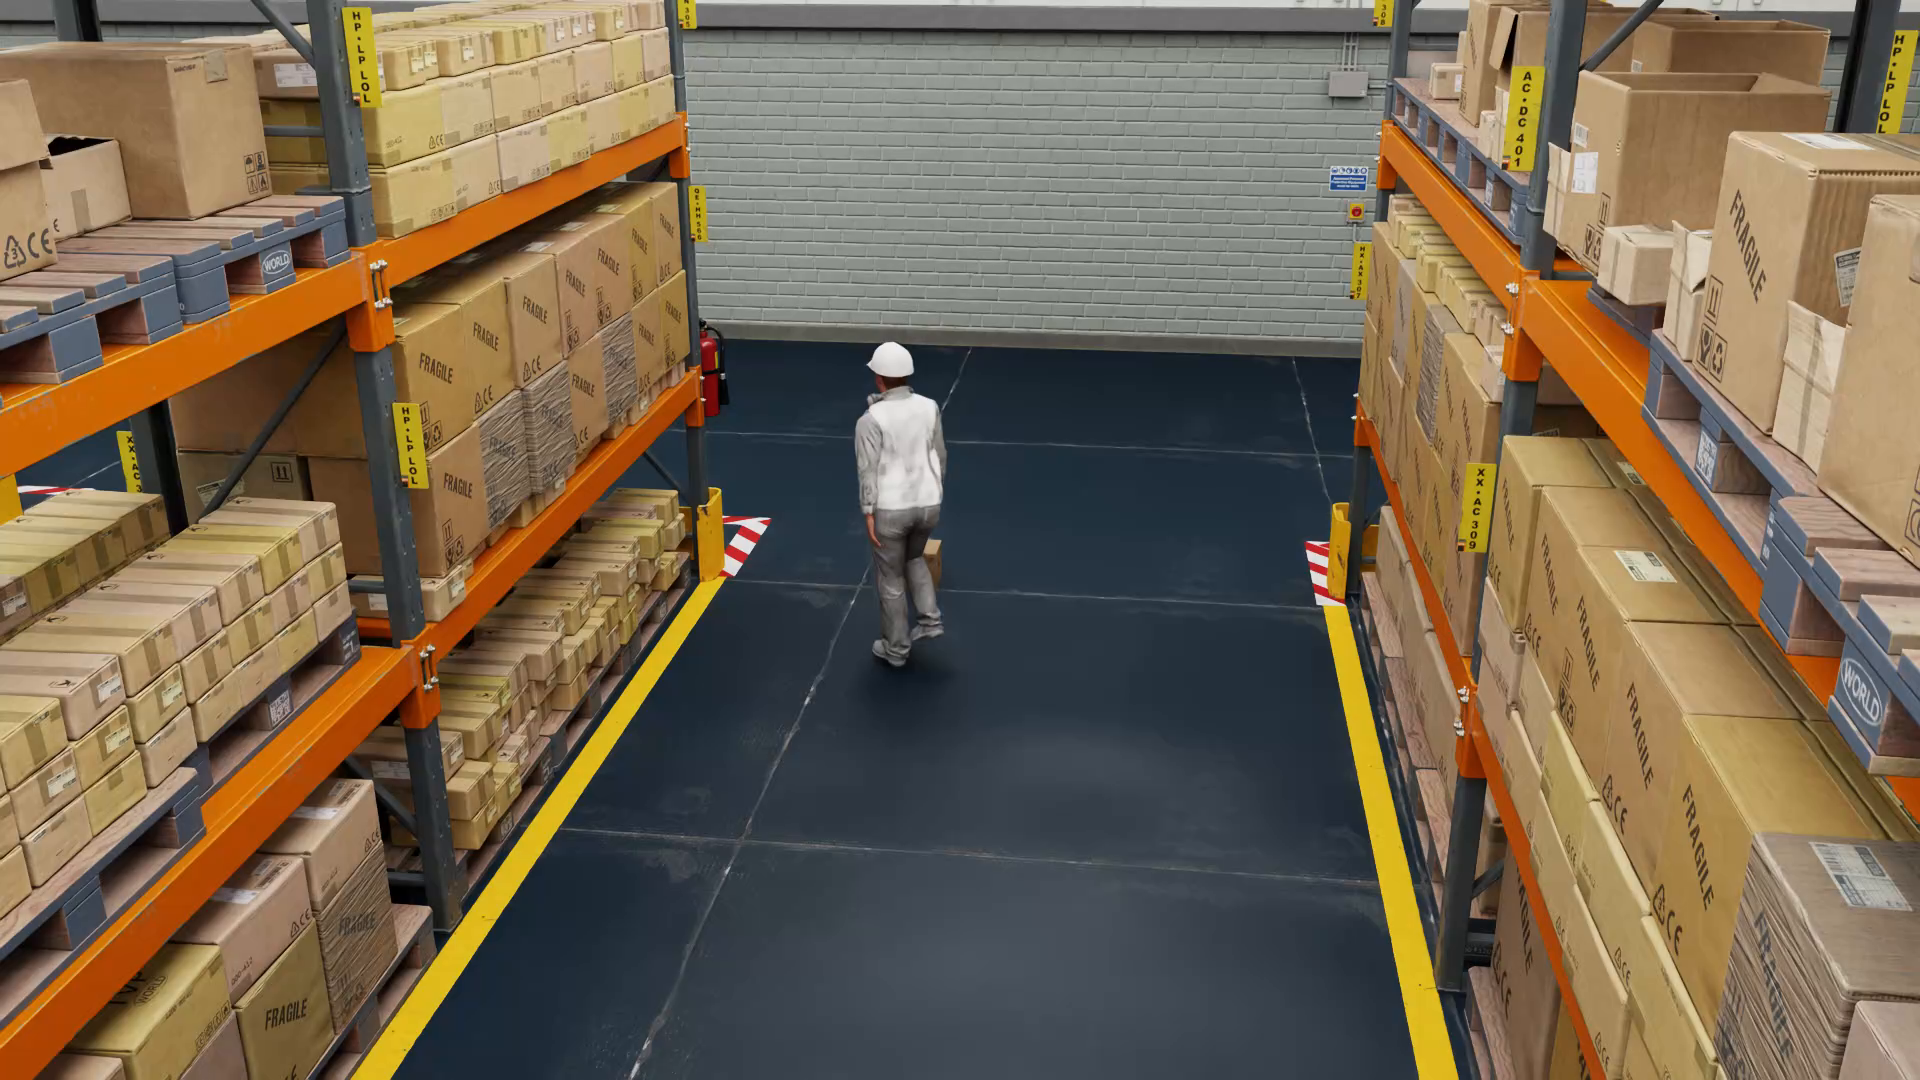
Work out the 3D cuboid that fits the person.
[{"bbox_3d":[-0.327,-0.195,9.040,0.554,1.764,0.490,-14,25,-32],"label":"person"}]
